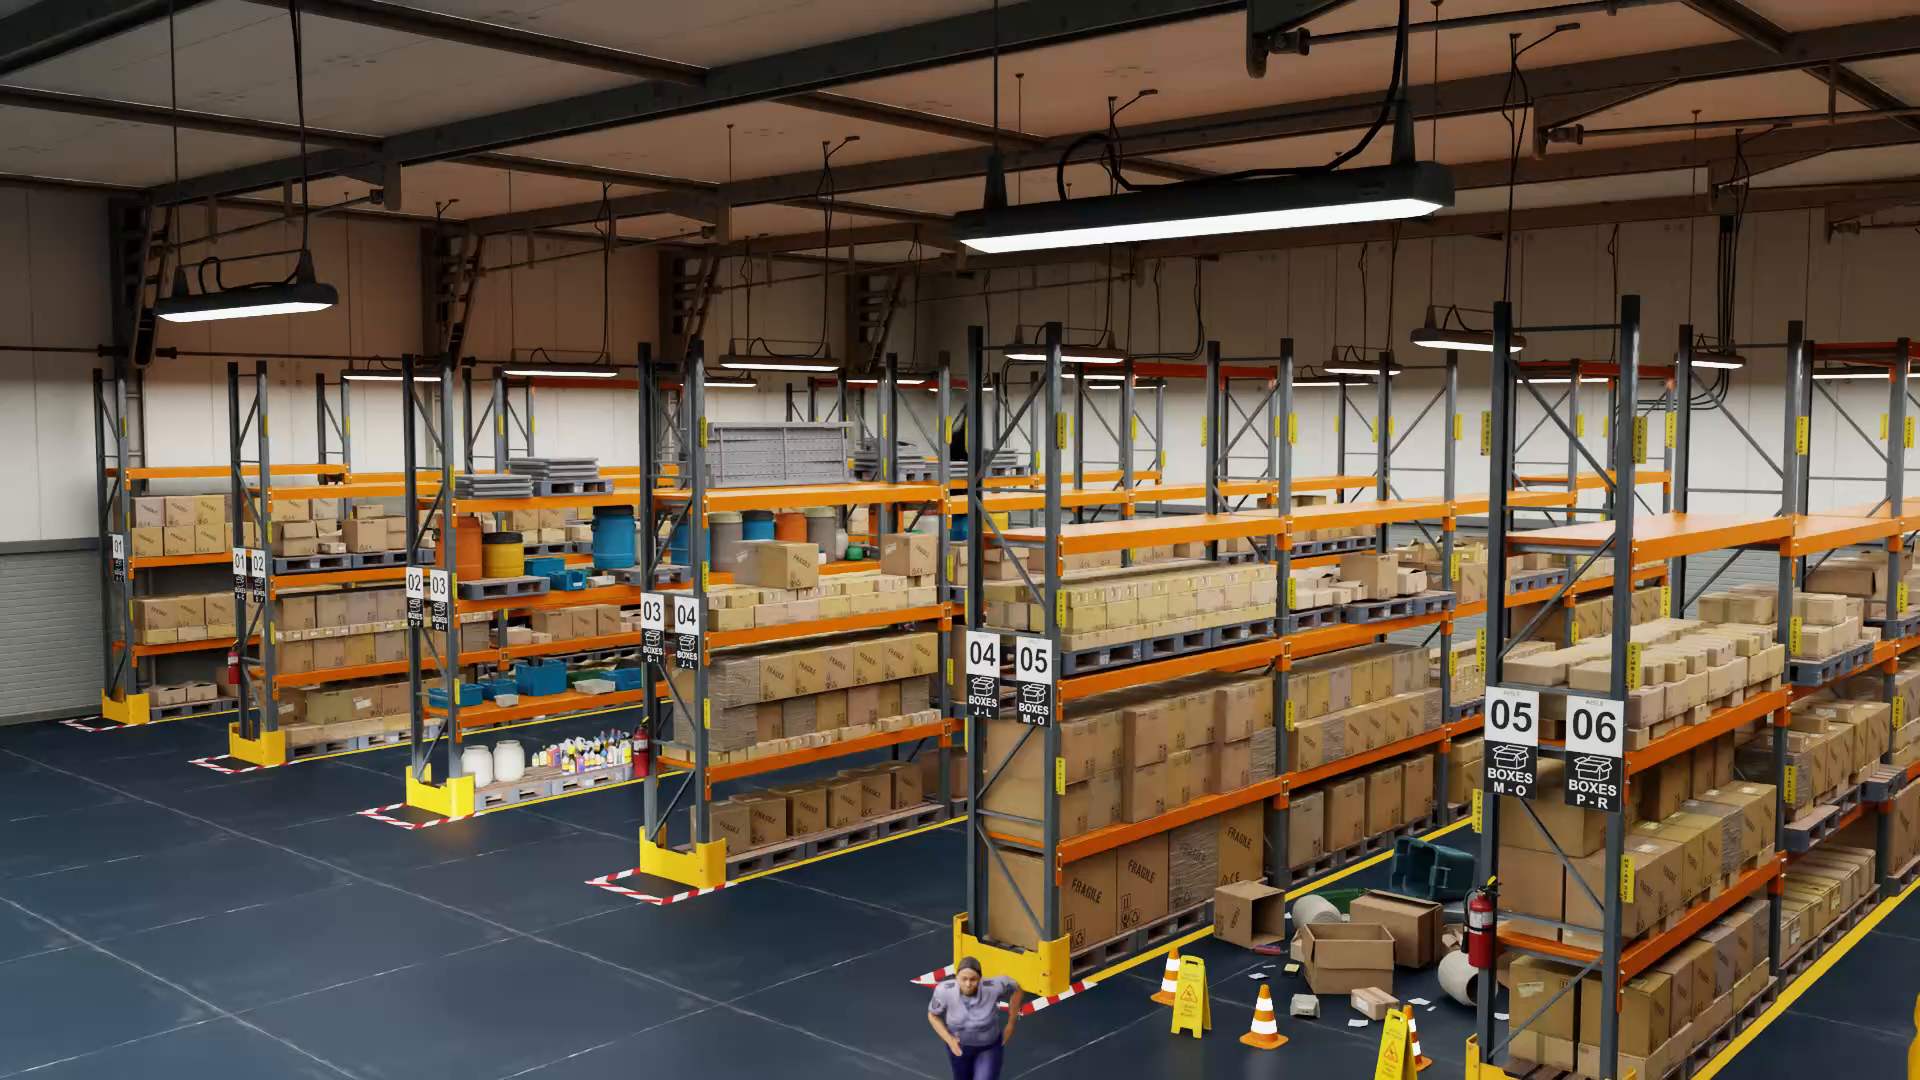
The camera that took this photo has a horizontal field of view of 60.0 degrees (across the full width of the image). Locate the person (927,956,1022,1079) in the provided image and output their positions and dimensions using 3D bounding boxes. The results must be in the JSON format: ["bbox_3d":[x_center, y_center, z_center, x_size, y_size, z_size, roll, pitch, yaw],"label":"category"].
[{"bbox_3d":[0.108,3.564,11.541,0.648,1.613,0.962,0,4,3],"label":"person"}]
